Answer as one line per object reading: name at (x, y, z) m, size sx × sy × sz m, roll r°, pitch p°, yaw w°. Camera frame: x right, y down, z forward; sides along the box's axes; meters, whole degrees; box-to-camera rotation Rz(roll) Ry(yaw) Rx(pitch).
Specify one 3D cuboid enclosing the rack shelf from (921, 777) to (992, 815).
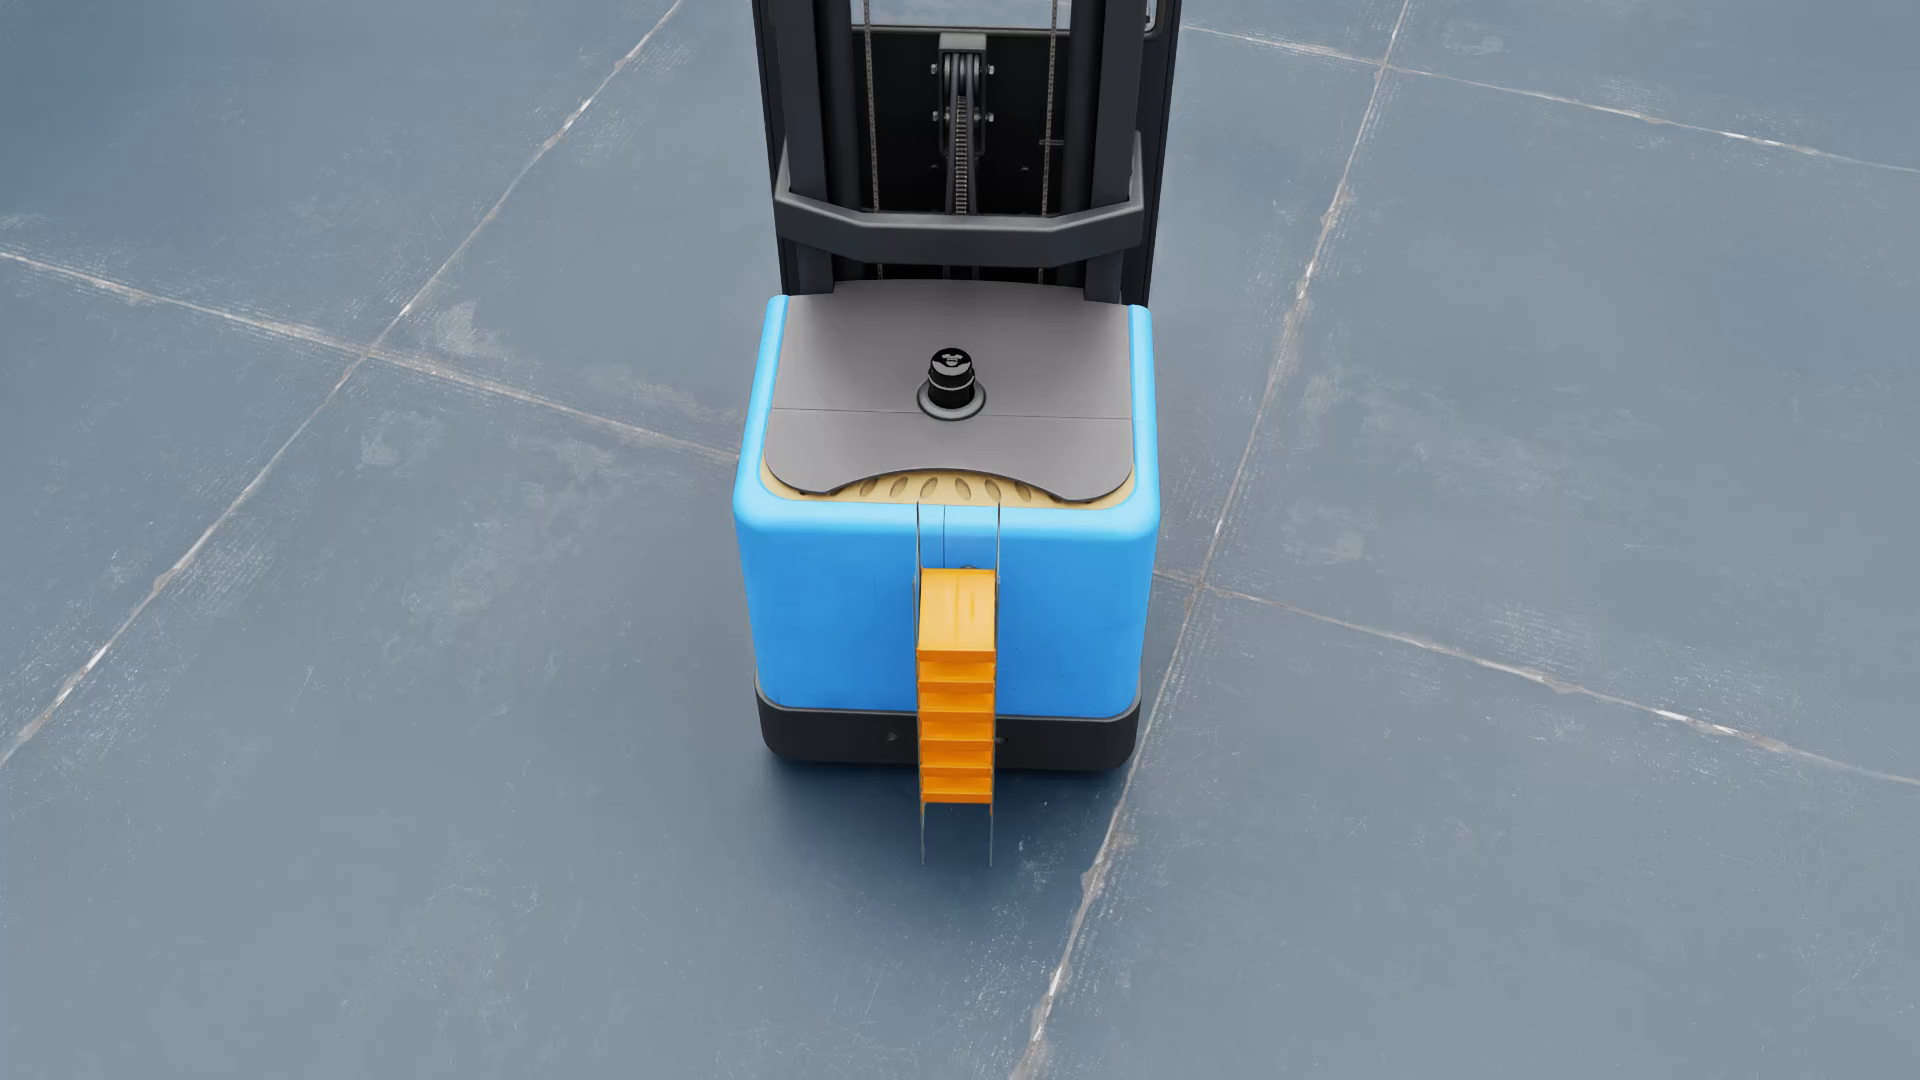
rack shelf at (-0.006, 0.581, 4.329) m, size 0.180 × 0.103 × 0.258 m, roll 1°, pitch 49°, yaw 1°

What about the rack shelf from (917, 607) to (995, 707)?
rack shelf at (-0.006, 0.267, 3.966) m, size 0.180 × 0.103 × 0.258 m, roll 1°, pitch 49°, yaw 1°

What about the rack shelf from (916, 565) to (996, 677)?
rack shelf at (-0.006, 0.188, 3.875) m, size 0.180 × 0.103 × 0.258 m, roll 1°, pitch 49°, yaw 1°

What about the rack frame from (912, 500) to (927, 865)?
rack frame at (-0.098, 0.393, 4.115) m, size 0.006 × 1.200 × 0.240 m, roll 1°, pitch 49°, yaw 1°

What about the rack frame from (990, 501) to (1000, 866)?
rack frame at (0.085, 0.396, 4.112) m, size 0.006 × 1.200 × 0.240 m, roll 1°, pitch 49°, yaw 1°

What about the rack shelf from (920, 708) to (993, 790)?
rack shelf at (-0.006, 0.503, 4.238) m, size 0.180 × 0.103 × 0.258 m, roll 1°, pitch 49°, yaw 1°

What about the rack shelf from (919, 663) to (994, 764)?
rack shelf at (-0.006, 0.424, 4.147) m, size 0.180 × 0.103 × 0.258 m, roll 1°, pitch 49°, yaw 1°

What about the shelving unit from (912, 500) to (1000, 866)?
shelving unit at (-0.006, 0.395, 4.114) m, size 0.189 × 1.200 × 0.258 m, roll 1°, pitch 49°, yaw 1°

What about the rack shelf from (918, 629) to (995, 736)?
rack shelf at (-0.006, 0.345, 4.057) m, size 0.180 × 0.103 × 0.258 m, roll 1°, pitch 49°, yaw 1°

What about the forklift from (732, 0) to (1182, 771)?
forklift at (0.027, -1.430, 4.550) m, size 1.130 × 2.935 × 3.031 m, roll 2°, pitch 49°, yaw 2°
